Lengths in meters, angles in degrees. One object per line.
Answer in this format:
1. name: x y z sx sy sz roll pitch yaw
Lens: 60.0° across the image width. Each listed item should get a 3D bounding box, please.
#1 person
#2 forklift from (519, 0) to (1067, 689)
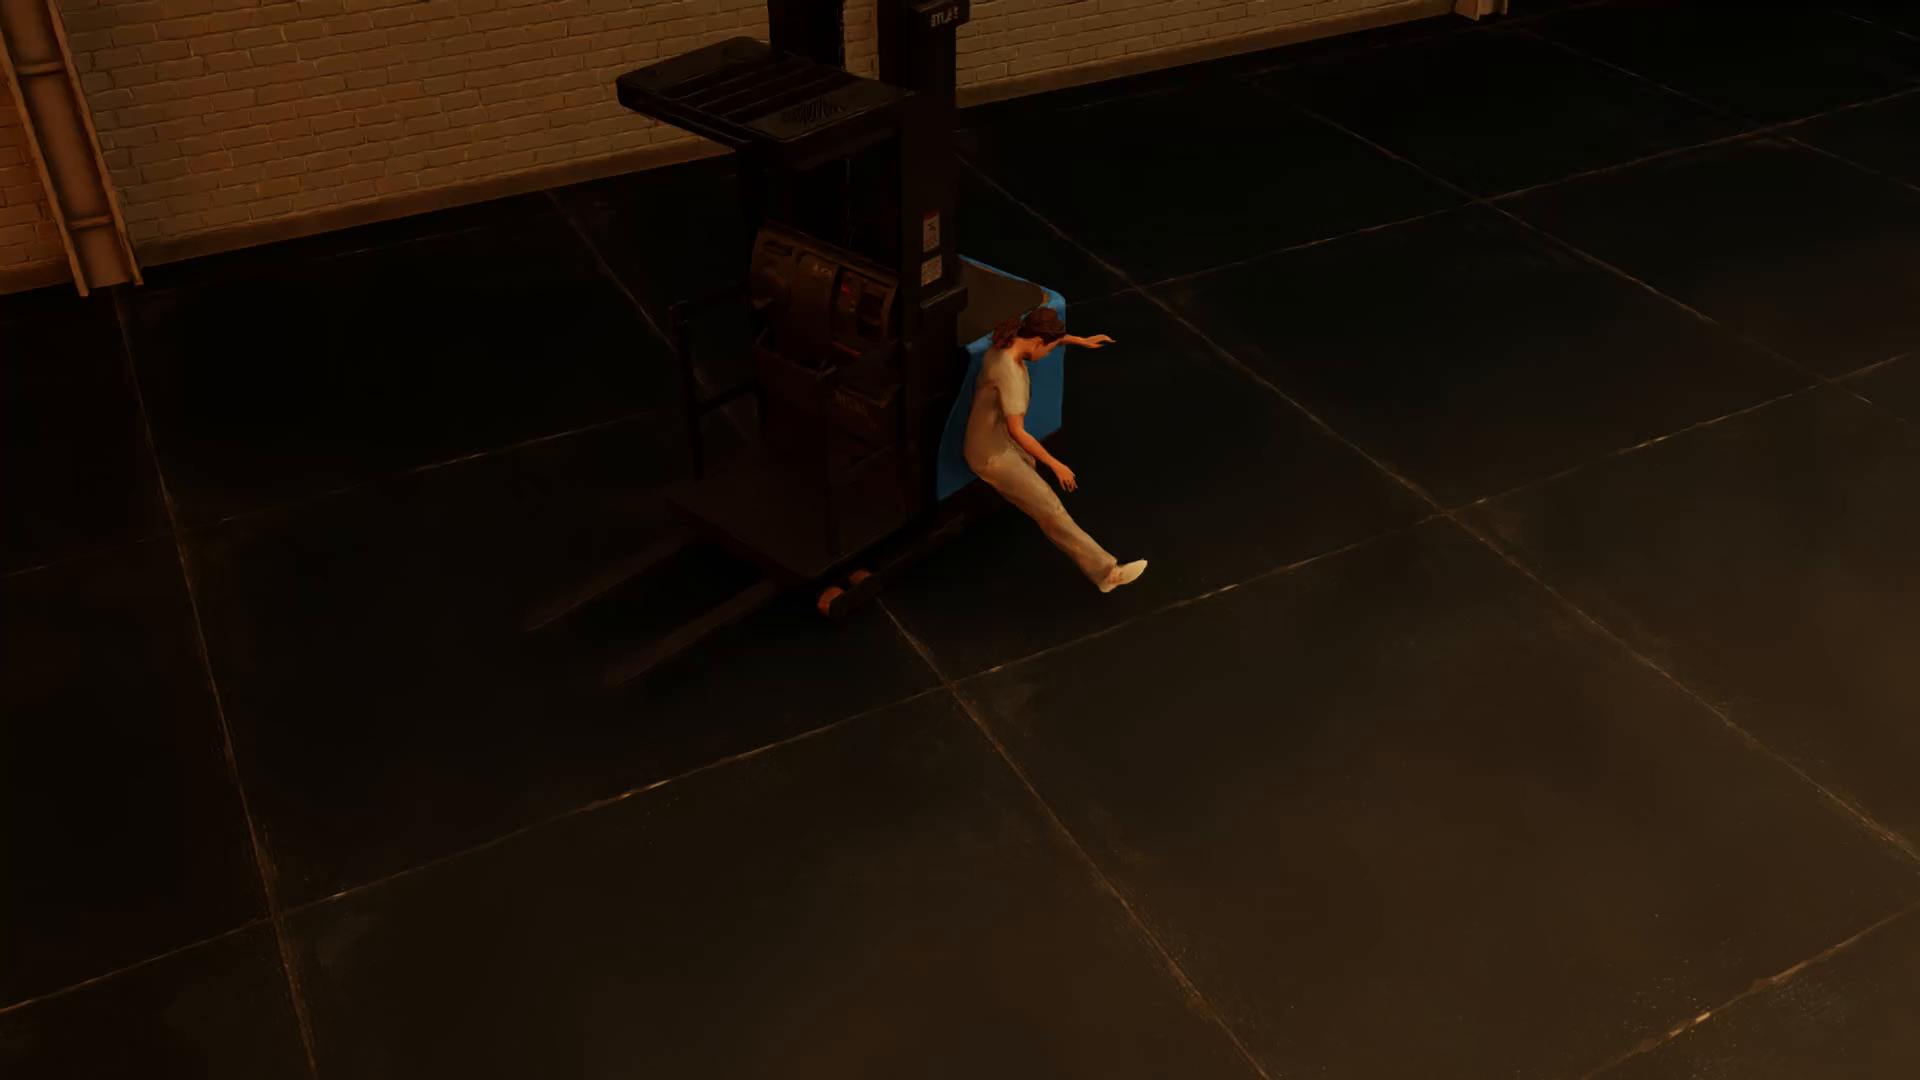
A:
1. person: 0.430 -0.519 8.206 1.084 1.376 0.983 5 36 7
2. forklift: -0.791 -1.138 7.733 1.130 2.935 3.031 27 44 33
